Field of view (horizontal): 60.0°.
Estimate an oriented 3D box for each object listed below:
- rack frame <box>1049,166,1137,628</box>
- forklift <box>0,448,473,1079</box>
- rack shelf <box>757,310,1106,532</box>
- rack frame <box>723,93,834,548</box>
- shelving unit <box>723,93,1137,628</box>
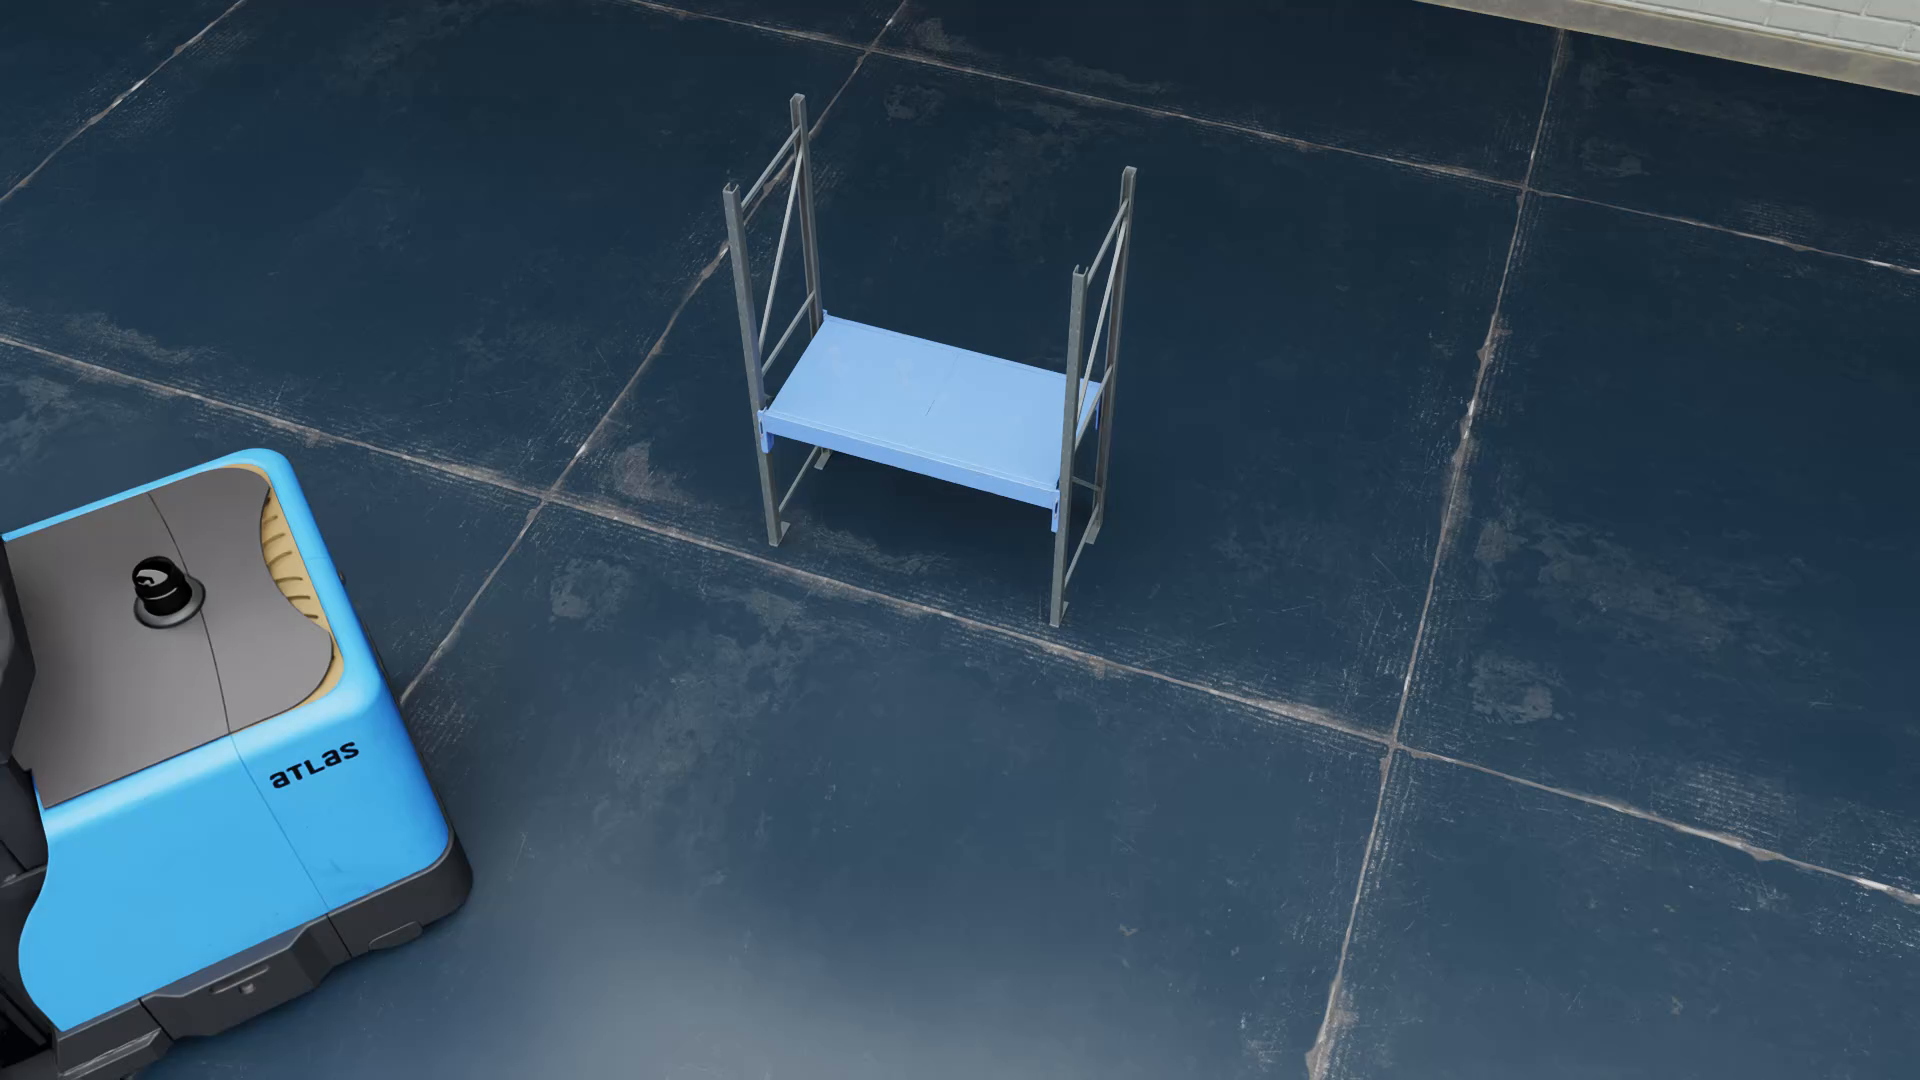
[{"bbox_3d":[0.397,-0.380,5.087,0.032,1.500,0.500,16,51,13],"label":"rack frame"},{"bbox_3d":[-2.942,0.336,3.519,3.031,2.935,1.130,-23,53,-19],"label":"forklift"},{"bbox_3d":[-0.080,-0.396,5.339,1.000,0.185,0.538,16,51,13],"label":"rack shelf"},{"bbox_3d":[-0.557,-0.647,5.318,0.032,1.500,0.500,16,51,13],"label":"rack frame"},{"bbox_3d":[-0.080,-0.514,5.203,1.048,1.500,0.538,16,51,13],"label":"shelving unit"}]
